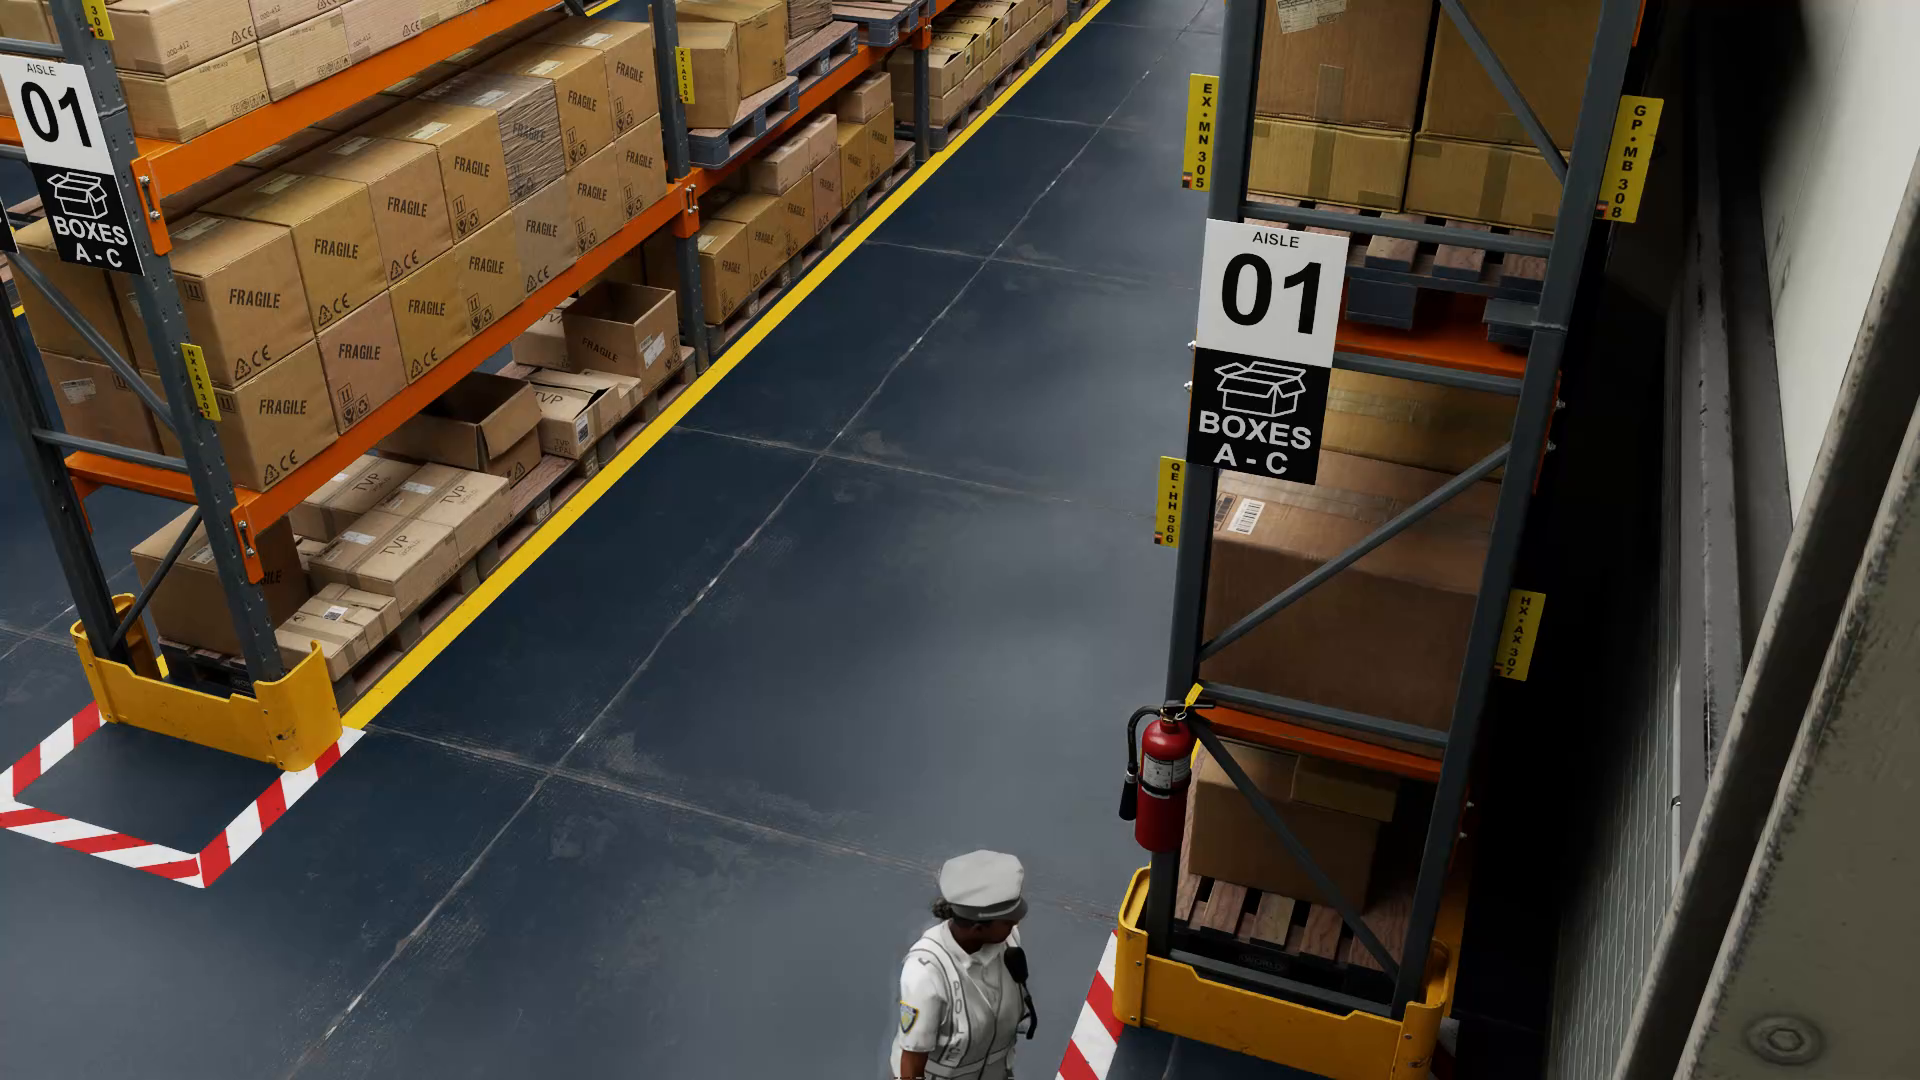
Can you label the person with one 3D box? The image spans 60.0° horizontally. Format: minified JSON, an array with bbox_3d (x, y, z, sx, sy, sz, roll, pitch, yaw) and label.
[{"bbox_3d":[0.013,1.675,5.032,0.570,1.618,0.957,-22,39,-29],"label":"person"}]
